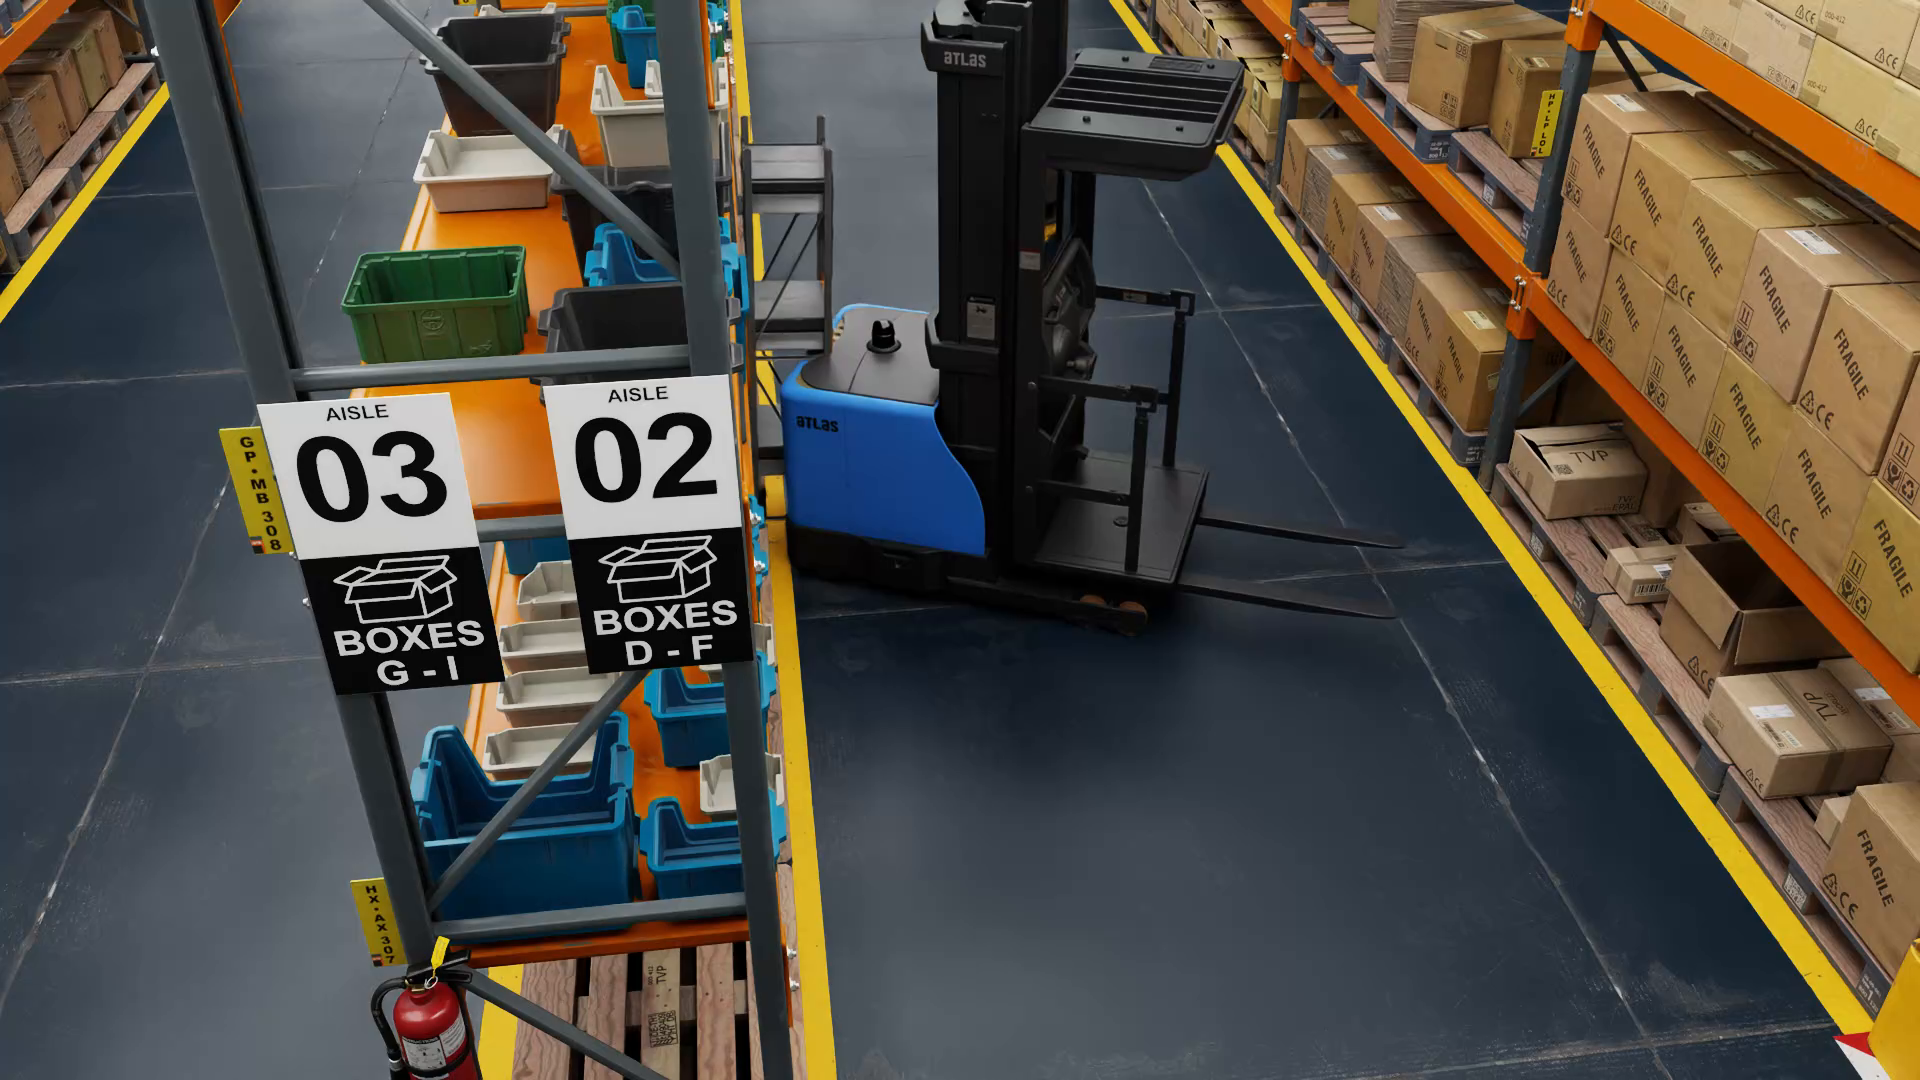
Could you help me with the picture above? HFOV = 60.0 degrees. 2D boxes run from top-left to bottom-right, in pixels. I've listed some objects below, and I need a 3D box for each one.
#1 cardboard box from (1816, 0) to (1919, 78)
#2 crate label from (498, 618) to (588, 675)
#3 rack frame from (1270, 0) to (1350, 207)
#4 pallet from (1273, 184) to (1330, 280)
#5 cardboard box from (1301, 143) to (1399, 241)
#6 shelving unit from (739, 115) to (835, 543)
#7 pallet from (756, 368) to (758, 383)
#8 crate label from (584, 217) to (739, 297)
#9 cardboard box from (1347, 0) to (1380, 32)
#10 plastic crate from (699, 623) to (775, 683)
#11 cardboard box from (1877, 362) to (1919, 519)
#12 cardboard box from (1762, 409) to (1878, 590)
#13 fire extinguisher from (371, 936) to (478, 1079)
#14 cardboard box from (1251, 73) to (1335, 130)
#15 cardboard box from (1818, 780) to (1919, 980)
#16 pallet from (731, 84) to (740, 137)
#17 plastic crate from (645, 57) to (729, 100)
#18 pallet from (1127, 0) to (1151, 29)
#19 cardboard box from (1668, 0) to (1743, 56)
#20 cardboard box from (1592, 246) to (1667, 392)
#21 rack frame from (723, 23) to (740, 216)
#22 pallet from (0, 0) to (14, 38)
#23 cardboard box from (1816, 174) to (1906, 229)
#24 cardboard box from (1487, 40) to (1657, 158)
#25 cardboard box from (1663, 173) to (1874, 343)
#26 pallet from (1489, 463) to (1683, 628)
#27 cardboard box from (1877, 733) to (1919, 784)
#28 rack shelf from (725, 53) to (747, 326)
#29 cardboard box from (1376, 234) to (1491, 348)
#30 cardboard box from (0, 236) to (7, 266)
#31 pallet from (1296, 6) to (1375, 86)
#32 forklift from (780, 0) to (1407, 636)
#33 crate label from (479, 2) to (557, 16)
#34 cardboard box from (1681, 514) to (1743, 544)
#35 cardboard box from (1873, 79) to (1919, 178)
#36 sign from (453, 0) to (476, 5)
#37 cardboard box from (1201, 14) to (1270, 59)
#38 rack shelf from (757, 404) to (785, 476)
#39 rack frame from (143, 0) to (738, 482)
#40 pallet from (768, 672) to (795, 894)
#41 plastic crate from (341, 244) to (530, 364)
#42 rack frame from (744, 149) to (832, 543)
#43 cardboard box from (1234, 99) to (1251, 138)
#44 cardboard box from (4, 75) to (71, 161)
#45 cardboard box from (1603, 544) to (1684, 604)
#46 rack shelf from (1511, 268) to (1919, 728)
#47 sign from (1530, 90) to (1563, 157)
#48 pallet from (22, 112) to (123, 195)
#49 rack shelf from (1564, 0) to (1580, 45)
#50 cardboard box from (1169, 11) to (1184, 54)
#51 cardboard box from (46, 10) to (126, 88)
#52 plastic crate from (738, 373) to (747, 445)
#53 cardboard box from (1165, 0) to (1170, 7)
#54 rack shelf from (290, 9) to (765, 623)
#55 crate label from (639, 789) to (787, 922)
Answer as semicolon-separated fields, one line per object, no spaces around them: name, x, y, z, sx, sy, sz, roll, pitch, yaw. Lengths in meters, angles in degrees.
cardboard box;3.381;-1.822;5.786;0.500;0.250;0.500;-4;35;-6
crate label;-1.377;0.366;5.730;0.396;0.136;0.243;-4;35;-6
rack frame;2.832;-3.798;11.659;1.000;3.000;0.127;-4;35;-6
pallet;2.894;-2.226;11.829;1.003;0.211;1.213;-4;35;-6
cardboard box;2.686;-2.379;11.407;0.500;0.500;0.500;-6;35;-8
shelving unit;-0.862;-1.011;8.314;0.431;2.100;0.503;-2;32;-8
pallet;-1.769;-1.156;10.259;1.003;0.211;1.213;-4;35;-6
crate label;-0.805;-0.678;4.550;0.408;0.251;0.502;-4;35;-6
cardboard box;3.028;-3.670;11.010;0.700;0.500;0.500;-16;37;-22
plastic crate;-0.761;0.397;5.685;0.250;0.136;0.298;-4;35;-6
cardboard box;3.506;-0.297;5.546;0.500;0.500;0.500;-3;34;-5
cardboard box;3.443;-0.172;6.250;0.500;0.500;0.500;-4;34;-6
fire extinguisher;-1.431;1.344;4.514;0.296;0.674;0.183;-4;35;-6
cardboard box;2.517;-3.341;12.559;0.500;0.311;0.500;-3;34;-5
cardboard box;3.590;1.233;6.106;0.500;0.500;0.500;-4;35;-6
pallet;-2.304;-3.387;13.533;1.003;0.211;1.213;-4;35;-6
plastic crate;-0.991;-1.642;6.067;0.293;0.136;0.466;-4;35;-6
pallet;2.228;-5.325;16.376;1.003;0.211;1.213;-4;35;-6
cardboard box;3.253;-2.174;6.746;0.500;0.250;0.500;-4;35;-6
cardboard box;3.240;-1.017;7.489;0.500;0.500;0.500;-4;34;-6
rack frame;-2.077;-3.425;11.112;1.000;3.000;0.127;-4;35;-6
pallet;-7.187;-3.360;11.187;1.213;0.211;1.003;-4;35;-6
cardboard box;3.833;-1.191;6.857;0.500;0.500;0.500;-4;34;-6
cardboard box;3.372;-2.441;9.206;0.700;0.500;0.500;1;34;1
cardboard box;3.293;-1.161;6.814;0.500;0.500;0.500;-5;35;-8
pallet;3.461;-0.030;8.607;1.003;0.211;1.213;-4;35;-6
cardboard box;4.048;1.017;6.645;0.500;0.250;0.500;-4;35;-6
rack shelf;-1.808;-2.011;9.677;1.077;0.370;4.000;-4;35;-6
cardboard box;2.894;-1.525;10.153;0.500;0.500;0.500;-4;34;-6
cardboard box;-6.913;-1.959;10.474;1.225;0.875;0.875;-6;35;-9
pallet;2.992;-3.346;11.166;1.213;0.211;1.003;-4;35;-6
forklift;0.696;-1.080;7.732;3.031;2.935;1.130;9;35;13
crate label;-1.760;-2.028;6.633;0.293;0.136;0.466;-4;35;-6
cardboard box;3.828;0.079;7.968;0.500;0.311;0.500;-4;35;-6
cardboard box;3.441;-1.336;5.516;0.500;0.250;0.500;-4;35;-6
sign;-2.085;-2.395;6.930;0.100;0.325;0.005;-4;35;-6
cardboard box;2.310;-4.192;13.808;0.500;0.311;0.500;-3;34;-5
rack shelf;-0.893;-0.405;8.689;0.431;0.518;0.480;-2;32;-8
rack frame;-1.001;-1.440;2.872;1.000;3.000;0.127;-4;35;-6
pallet;-1.235;1.049;7.023;1.003;0.211;1.213;-4;35;-6
plastic crate;-1.417;-0.641;4.552;0.450;0.188;0.336;-4;35;-6
rack frame;-0.828;-0.883;8.109;0.400;2.100;0.015;-2;32;-8
cardboard box;2.446;-3.398;13.141;0.500;0.250;0.500;-5;35;-7
cardboard box;-7.266;-3.195;12.604;0.700;0.500;0.500;-2;34;-2
cardboard box;3.338;0.156;7.983;0.380;0.166;0.250;-4;35;-6
rack shelf;3.638;-0.152;6.949;1.077;0.370;4.000;-4;35;-6
sign;2.820;-2.000;7.993;0.100;0.325;0.005;-4;35;-6
pallet;-7.250;-3.013;12.984;1.003;0.211;1.213;-4;35;-6
rack shelf;3.100;-3.624;9.380;1.077;0.370;4.000;-4;35;-6
cardboard box;2.170;-4.538;14.814;0.500;0.250;0.500;-4;34;-5
cardboard box;-7.462;-4.086;13.912;0.700;0.500;0.500;-7;35;-10
plastic crate;-1.123;-0.500;7.010;0.437;0.125;0.590;-4;35;-6
cardboard box;2.102;-5.050;15.067;0.500;0.311;0.500;-4;35;-6
rack shelf;-1.270;-1.019;5.557;1.077;0.370;4.000;-4;35;-6
crate label;-0.708;0.921;4.830;0.416;0.233;0.303;-4;35;-6
